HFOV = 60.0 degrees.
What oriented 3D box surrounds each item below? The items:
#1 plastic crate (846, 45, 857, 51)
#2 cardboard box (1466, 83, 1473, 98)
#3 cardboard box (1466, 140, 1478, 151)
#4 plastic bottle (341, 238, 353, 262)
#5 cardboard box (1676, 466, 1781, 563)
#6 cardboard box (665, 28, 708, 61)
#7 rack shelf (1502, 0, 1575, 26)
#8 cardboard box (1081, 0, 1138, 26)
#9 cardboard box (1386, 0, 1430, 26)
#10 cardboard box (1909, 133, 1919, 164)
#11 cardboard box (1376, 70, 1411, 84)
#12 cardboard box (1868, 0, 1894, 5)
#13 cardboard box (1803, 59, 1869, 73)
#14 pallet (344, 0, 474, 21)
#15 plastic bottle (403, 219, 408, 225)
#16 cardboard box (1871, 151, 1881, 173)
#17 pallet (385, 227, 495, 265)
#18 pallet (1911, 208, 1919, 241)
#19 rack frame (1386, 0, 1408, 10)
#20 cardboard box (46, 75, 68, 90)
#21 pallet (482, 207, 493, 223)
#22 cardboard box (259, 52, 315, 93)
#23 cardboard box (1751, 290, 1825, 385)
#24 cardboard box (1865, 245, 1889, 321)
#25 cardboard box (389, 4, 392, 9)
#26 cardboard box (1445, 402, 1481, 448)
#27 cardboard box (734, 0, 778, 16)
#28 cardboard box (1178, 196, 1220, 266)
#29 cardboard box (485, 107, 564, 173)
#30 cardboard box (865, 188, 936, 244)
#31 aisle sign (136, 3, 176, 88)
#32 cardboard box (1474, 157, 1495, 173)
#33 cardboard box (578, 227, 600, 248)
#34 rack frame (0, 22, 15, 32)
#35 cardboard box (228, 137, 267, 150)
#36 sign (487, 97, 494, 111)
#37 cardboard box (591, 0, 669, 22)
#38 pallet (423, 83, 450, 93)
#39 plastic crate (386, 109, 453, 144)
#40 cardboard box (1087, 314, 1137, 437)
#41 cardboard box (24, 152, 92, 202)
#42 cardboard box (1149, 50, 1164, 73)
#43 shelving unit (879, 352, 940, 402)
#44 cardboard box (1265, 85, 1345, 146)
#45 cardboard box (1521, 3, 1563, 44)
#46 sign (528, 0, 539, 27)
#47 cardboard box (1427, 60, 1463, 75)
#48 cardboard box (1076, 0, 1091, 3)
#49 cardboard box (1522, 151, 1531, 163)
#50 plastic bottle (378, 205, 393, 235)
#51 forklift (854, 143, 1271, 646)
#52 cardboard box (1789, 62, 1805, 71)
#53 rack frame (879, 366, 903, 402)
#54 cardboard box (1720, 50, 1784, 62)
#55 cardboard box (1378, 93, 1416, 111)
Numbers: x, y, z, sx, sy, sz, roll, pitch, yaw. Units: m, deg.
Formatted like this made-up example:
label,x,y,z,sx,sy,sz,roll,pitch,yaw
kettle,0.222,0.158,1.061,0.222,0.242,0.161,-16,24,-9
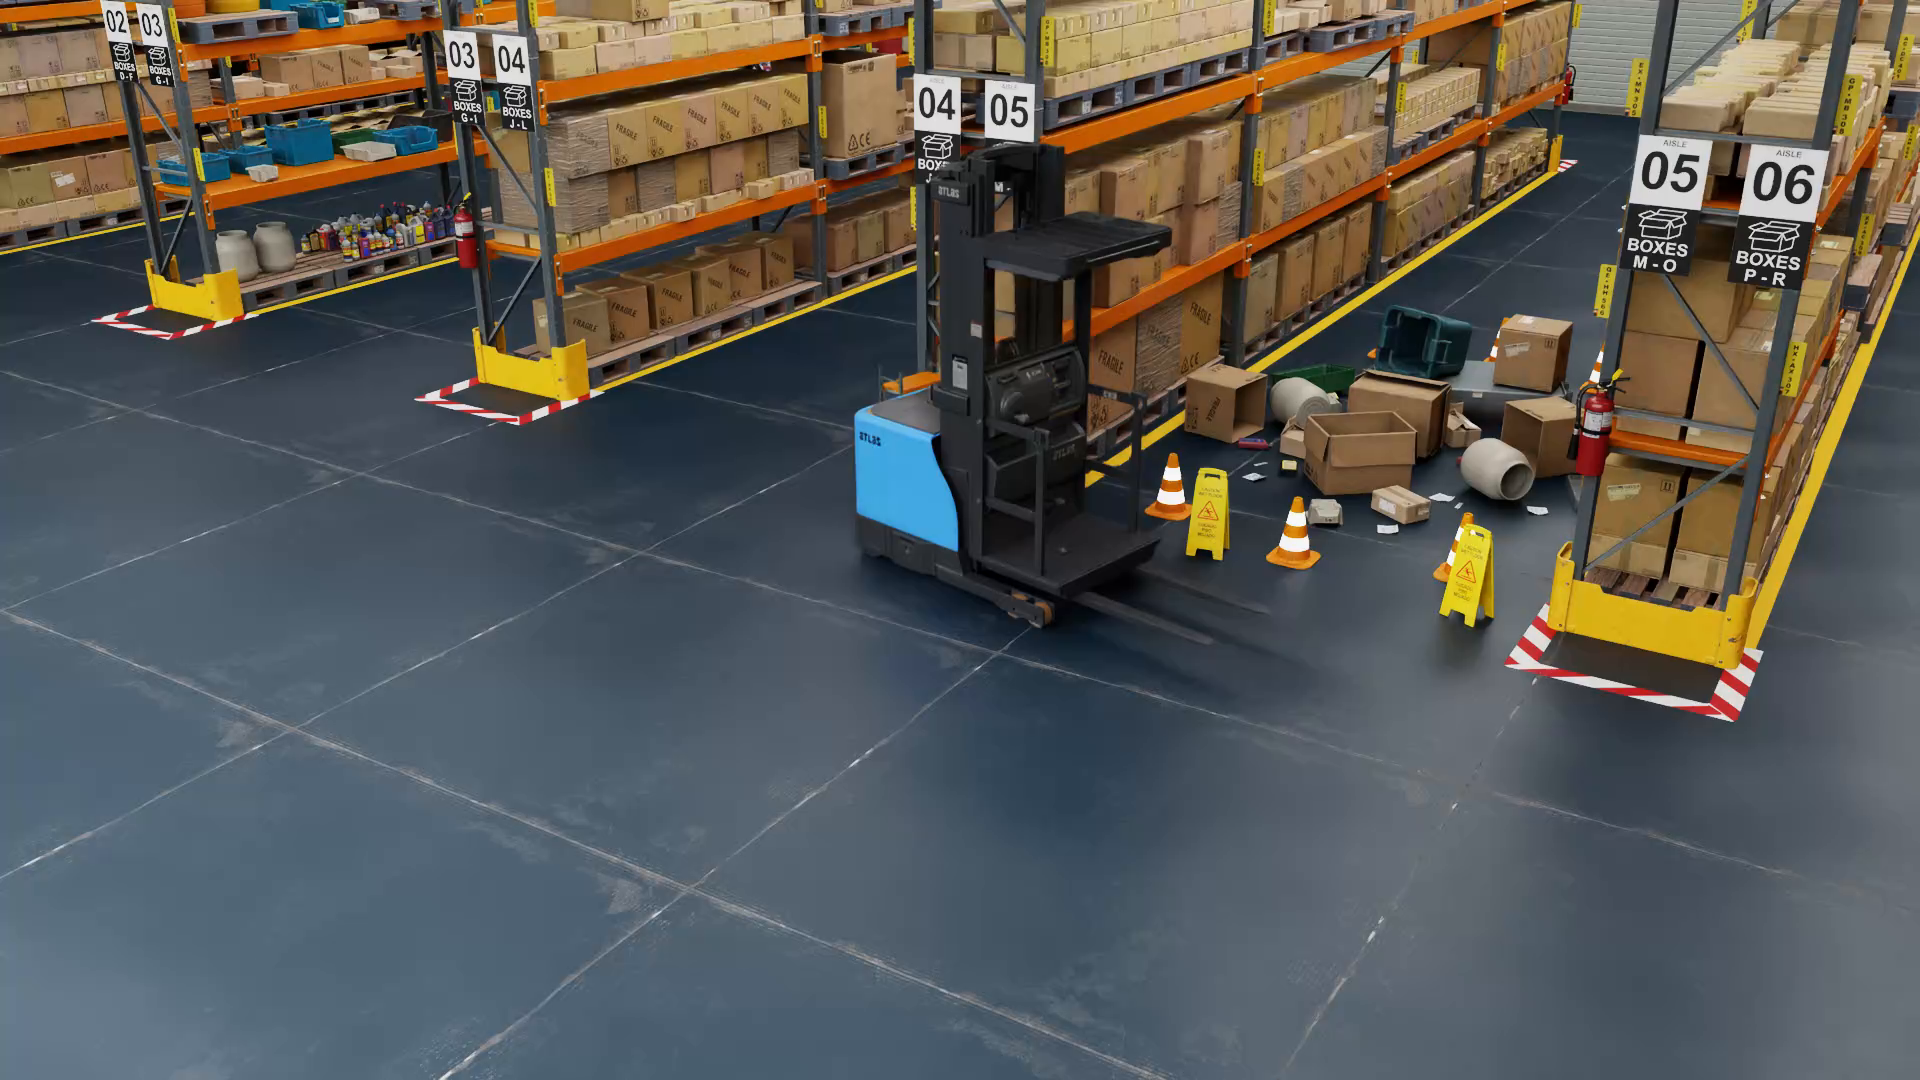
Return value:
label,x,y,z,sx,sy,sz,roll,pitch,yaw
plastic crate,-1.953,-8.127,27.191,0.392,0.384,0.575,14,27,29
cardboard box,6.278,-5.715,21.089,0.380,0.149,0.250,14,27,29
cardboard box,7.275,-5.615,23.755,0.380,0.149,0.250,14,27,29
plastic bottle,-7.019,-3.324,19.033,0.097,0.271,0.097,0,23,0
cardboard box,5.060,-0.210,10.948,0.500,0.500,0.500,13,27,27
cardboard box,-2.756,-4.724,15.800,0.500,0.250,0.500,15,27,30
rack shelf,7.514,-7.487,22.900,1.077,0.370,4.000,14,27,29
cardboard box,1.112,-3.971,12.529,0.380,0.149,0.250,13,27,28
cardboard box,4.876,-5.975,18.376,0.500,0.500,0.500,14,27,29
cardboard box,9.910,-4.201,17.738,0.500,0.250,0.500,14,27,30
cardboard box,5.447,-5.815,20.945,0.380,0.149,0.250,13,27,28
cardboard box,8.678,-5.188,16.025,0.797,0.503,0.637,12,26,26
cardboard box,5.979,-3.182,11.362,0.380,0.149,0.250,13,27,28
pallet,-6.427,-6.203,19.266,1.213,0.211,1.003,14,27,29
plastic bottle,-6.597,-3.694,19.873,0.061,0.283,0.133,14,27,29
cardboard box,7.531,-3.208,14.040,0.380,0.149,0.250,16,28,32
pallet,-6.519,-3.680,20.484,1.003,0.211,1.213,14,27,29
pallet,11.828,-4.137,21.540,1.003,0.211,1.213,14,27,29
rack frame,4.349,-7.169,17.483,1.000,3.000,0.127,14,27,29
cardboard box,-11.378,-5.733,20.774,0.380,0.149,0.250,13,27,28
pallet,-5.748,-4.171,21.619,1.003,0.211,1.213,14,27,29
cardboard box,-9.639,-6.696,23.816,0.500,0.500,0.500,16,28,33
cardboard box,5.411,-1.345,11.080,0.500,0.500,0.500,13,27,28
cardboard box,9.042,-2.846,17.195,0.875,0.875,0.875,14,27,28
cardboard box,-10.616,-9.762,30.499,0.500,0.500,0.500,14,27,29
cardboard box,4.244,-0.983,14.186,0.258,0.266,0.396,-3,24,-7
cardboard box,-2.066,-5.389,16.833,0.380,0.149,0.250,14,27,30
cardboard box,1.783,-2.817,14.794,0.875,0.550,0.550,14,27,29
cardboard box,-3.952,-3.668,15.189,0.500,0.500,0.500,14,27,29
cardboard box,-0.723,-3.931,20.148,0.700,0.500,0.500,16,28,33
aisle sign,-8.029,-4.935,16.601,0.394,0.787,0.004,14,27,29
cardboard box,7.012,-5.077,22.513,0.380,0.149,0.250,15,28,31
cardboard box,-3.531,-2.801,15.260,0.380,0.149,0.250,14,27,29
rack frame,-14.546,-7.254,25.230,1.000,3.000,0.127,14,27,29
cardboard box,-9.906,-5.492,23.388,0.500,0.311,0.500,14,27,29
sign,-5.668,-5.185,20.104,0.100,0.325,0.005,14,27,29
cardboard box,-3.019,-5.022,15.170,0.500,0.500,0.500,14,27,29
pallet,-9.859,-8.914,32.576,1.003,0.211,1.213,14,27,29
plastic crate,-6.514,-4.999,20.100,0.767,0.338,0.504,14,27,29
cardboard box,0.893,-1.474,14.024,0.875,0.875,0.875,13,27,28
cardboard box,-11.459,-4.617,21.127,0.500,0.500,0.500,14,27,29
cardboard box,1.381,-3.776,13.084,0.380,0.149,0.250,14,27,29
shelving unit,-0.324,-0.759,12.485,0.503,1.200,0.258,-21,30,-40
cardboard box,3.569,-4.427,17.315,0.700,0.500,0.500,13,27,28
cardboard box,8.271,-7.380,23.762,0.500,0.500,0.500,13,27,27
sign,-3.571,-4.453,13.886,0.100,0.325,0.005,14,27,29
cardboard box,6.474,-6.171,22.229,0.500,0.500,0.500,14,27,29
cardboard box,0.823,-4.281,13.246,0.380,0.149,0.250,14,27,29
cardboard box,7.998,-5.546,23.970,0.380,0.149,0.250,14,27,30
plastic bottle,-7.008,-3.914,20.297,0.144,0.351,0.185,13,26,27
forklift,0.661,-1.005,10.881,3.031,2.935,1.130,21,31,39
cardboard box,6.033,-3.416,12.403,0.500,0.250,0.500,13,27,28
rack frame,-0.498,-0.691,12.329,0.015,1.200,0.240,-21,30,-40
cardboard box,5.633,-3.388,11.837,0.380,0.149,0.250,14,27,29
cardboard box,5.030,-5.055,19.190,0.380,0.149,0.250,14,27,29
